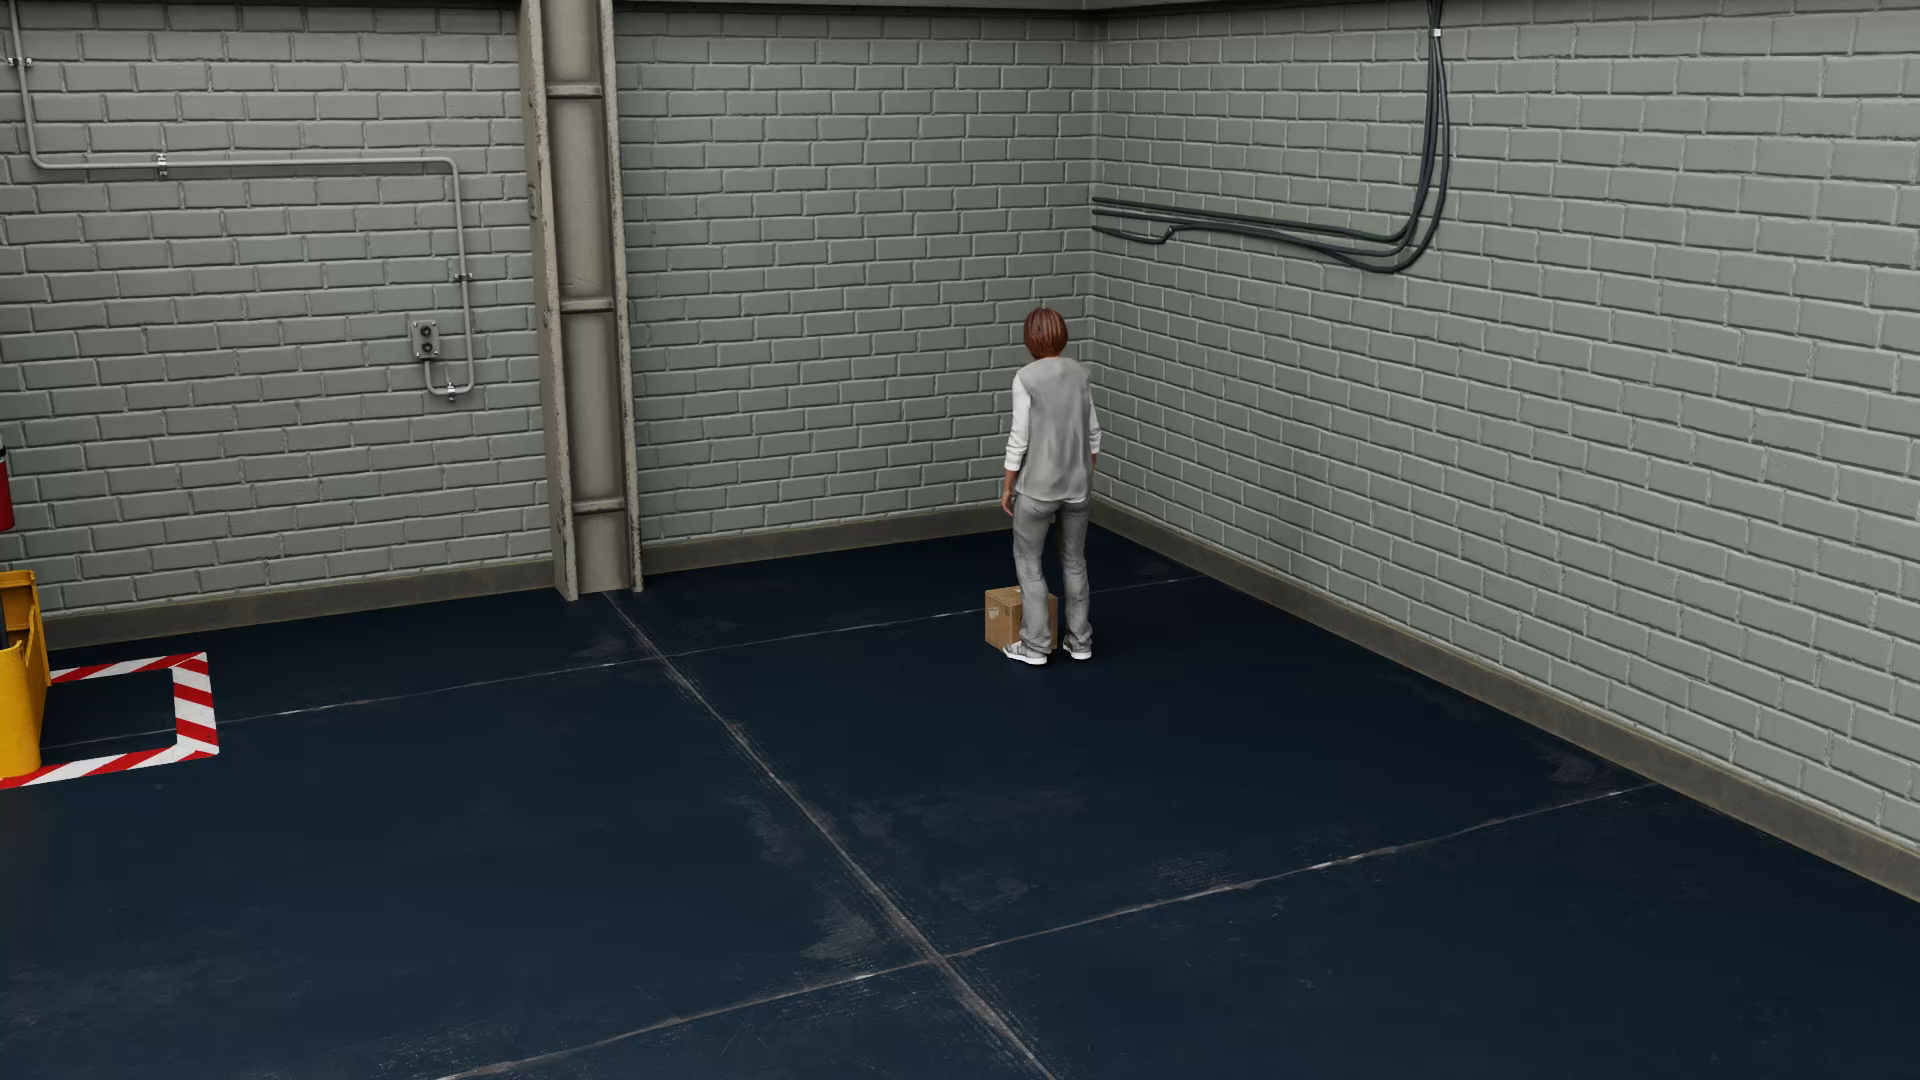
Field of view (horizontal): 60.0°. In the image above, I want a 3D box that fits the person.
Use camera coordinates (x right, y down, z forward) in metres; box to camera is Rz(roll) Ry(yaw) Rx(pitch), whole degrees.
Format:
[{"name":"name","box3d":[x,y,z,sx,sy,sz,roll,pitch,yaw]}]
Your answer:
[{"name":"person","box3d":[0.397,-0.223,7.348,0.461,1.593,0.364,-7,17,-24]}]
